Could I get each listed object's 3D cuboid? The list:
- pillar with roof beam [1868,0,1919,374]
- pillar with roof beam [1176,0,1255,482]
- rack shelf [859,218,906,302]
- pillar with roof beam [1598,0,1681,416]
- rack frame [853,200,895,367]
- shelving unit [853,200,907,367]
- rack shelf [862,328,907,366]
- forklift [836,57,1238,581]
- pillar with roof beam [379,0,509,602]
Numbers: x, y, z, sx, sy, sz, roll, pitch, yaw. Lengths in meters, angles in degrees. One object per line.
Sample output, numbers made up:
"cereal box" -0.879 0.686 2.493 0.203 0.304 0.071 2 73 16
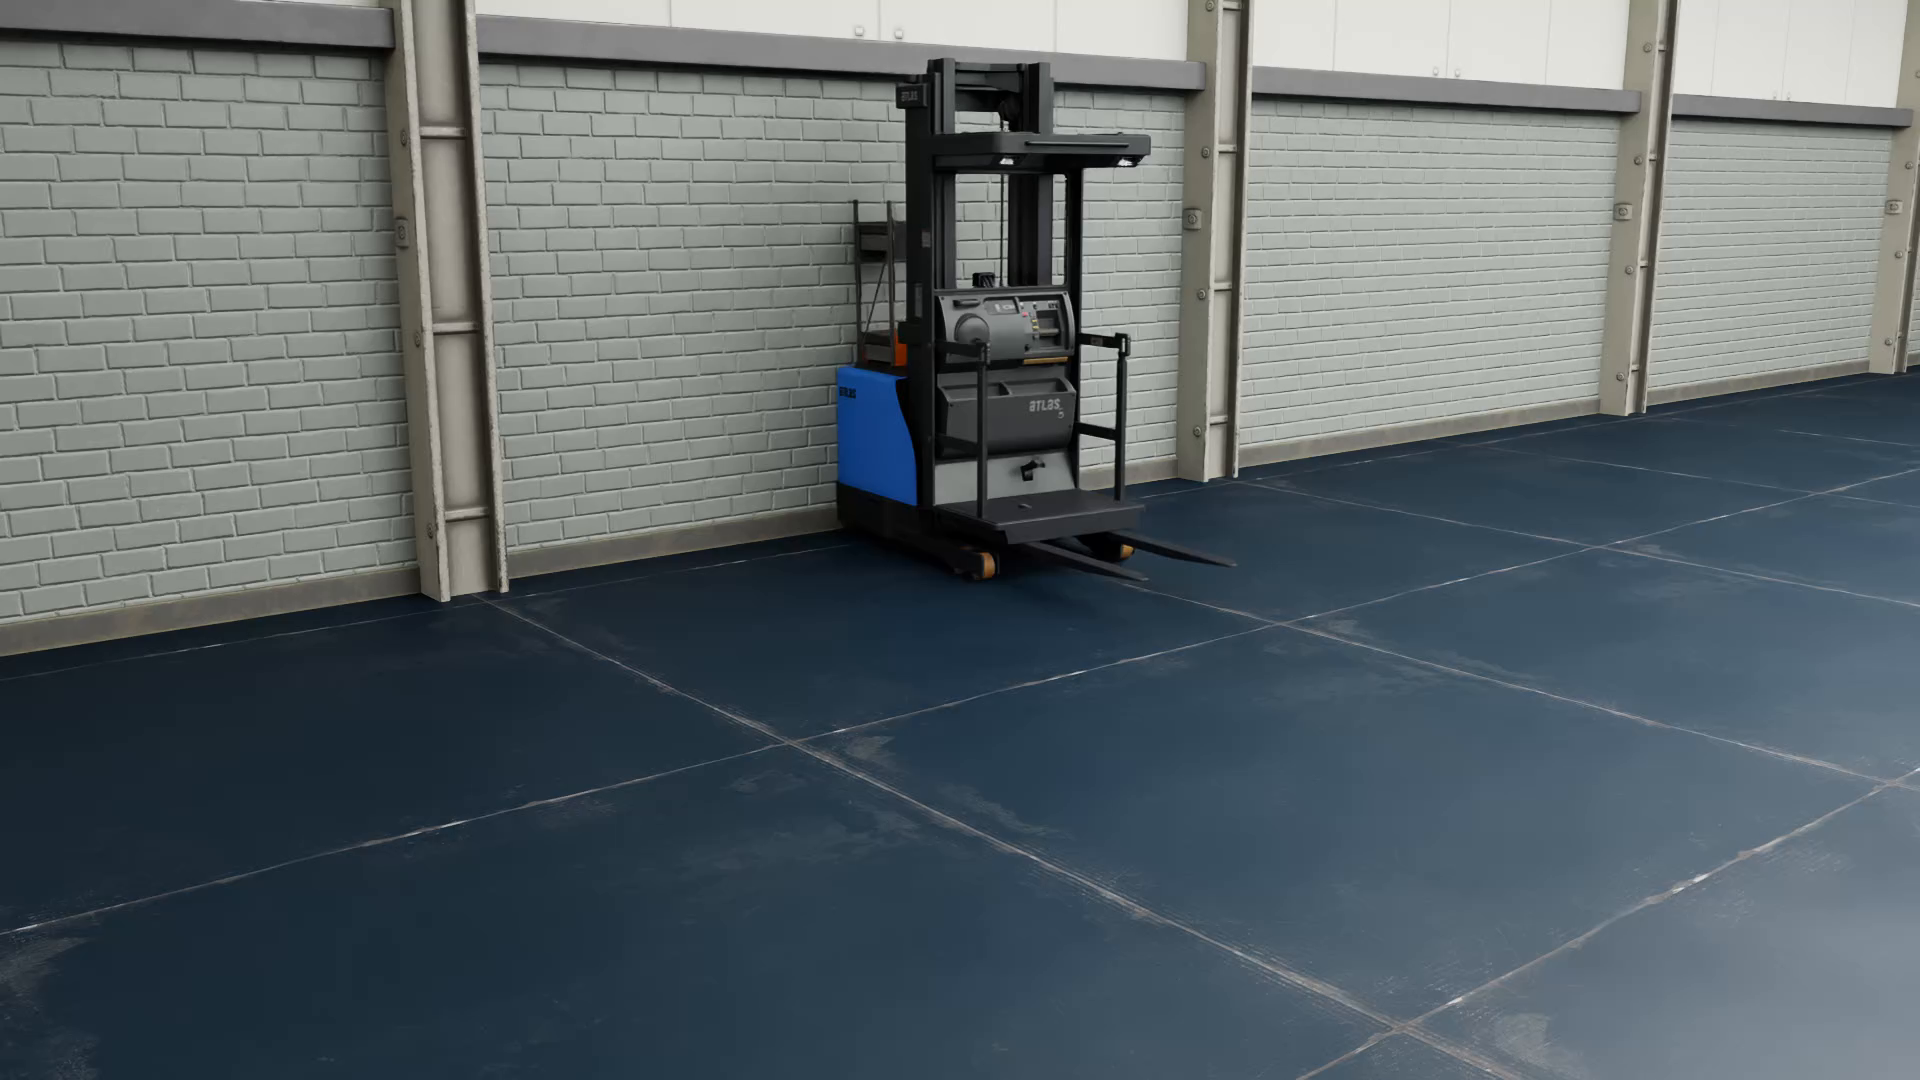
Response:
"pillar with roof beam" 13.979 -5.753 16.057 0.400 9.000 9.100 -9 15 -38
"pillar with roof beam" 4.609 -4.196 8.724 0.400 9.000 9.100 -9 15 -38
"rack shelf" -0.355 -1.819 10.686 0.480 0.518 0.431 -11 16 -37
"pillar with roof beam" 9.294 -4.974 12.390 0.400 9.000 9.100 -9 15 -38
"rack frame" -0.536 -1.113 10.692 0.015 2.100 0.400 -11 16 -37
"shelving unit" -0.344 -1.150 10.839 0.503 2.100 0.431 -11 16 -37
"rack shelf" -0.344 -1.136 10.842 0.480 0.518 0.431 -11 16 -37
"forklift" 0.400 -1.311 9.748 1.130 2.935 3.031 -8 14 -32
"pillar with roof beam" -0.076 -3.417 5.057 0.400 9.000 9.100 -9 15 -38
